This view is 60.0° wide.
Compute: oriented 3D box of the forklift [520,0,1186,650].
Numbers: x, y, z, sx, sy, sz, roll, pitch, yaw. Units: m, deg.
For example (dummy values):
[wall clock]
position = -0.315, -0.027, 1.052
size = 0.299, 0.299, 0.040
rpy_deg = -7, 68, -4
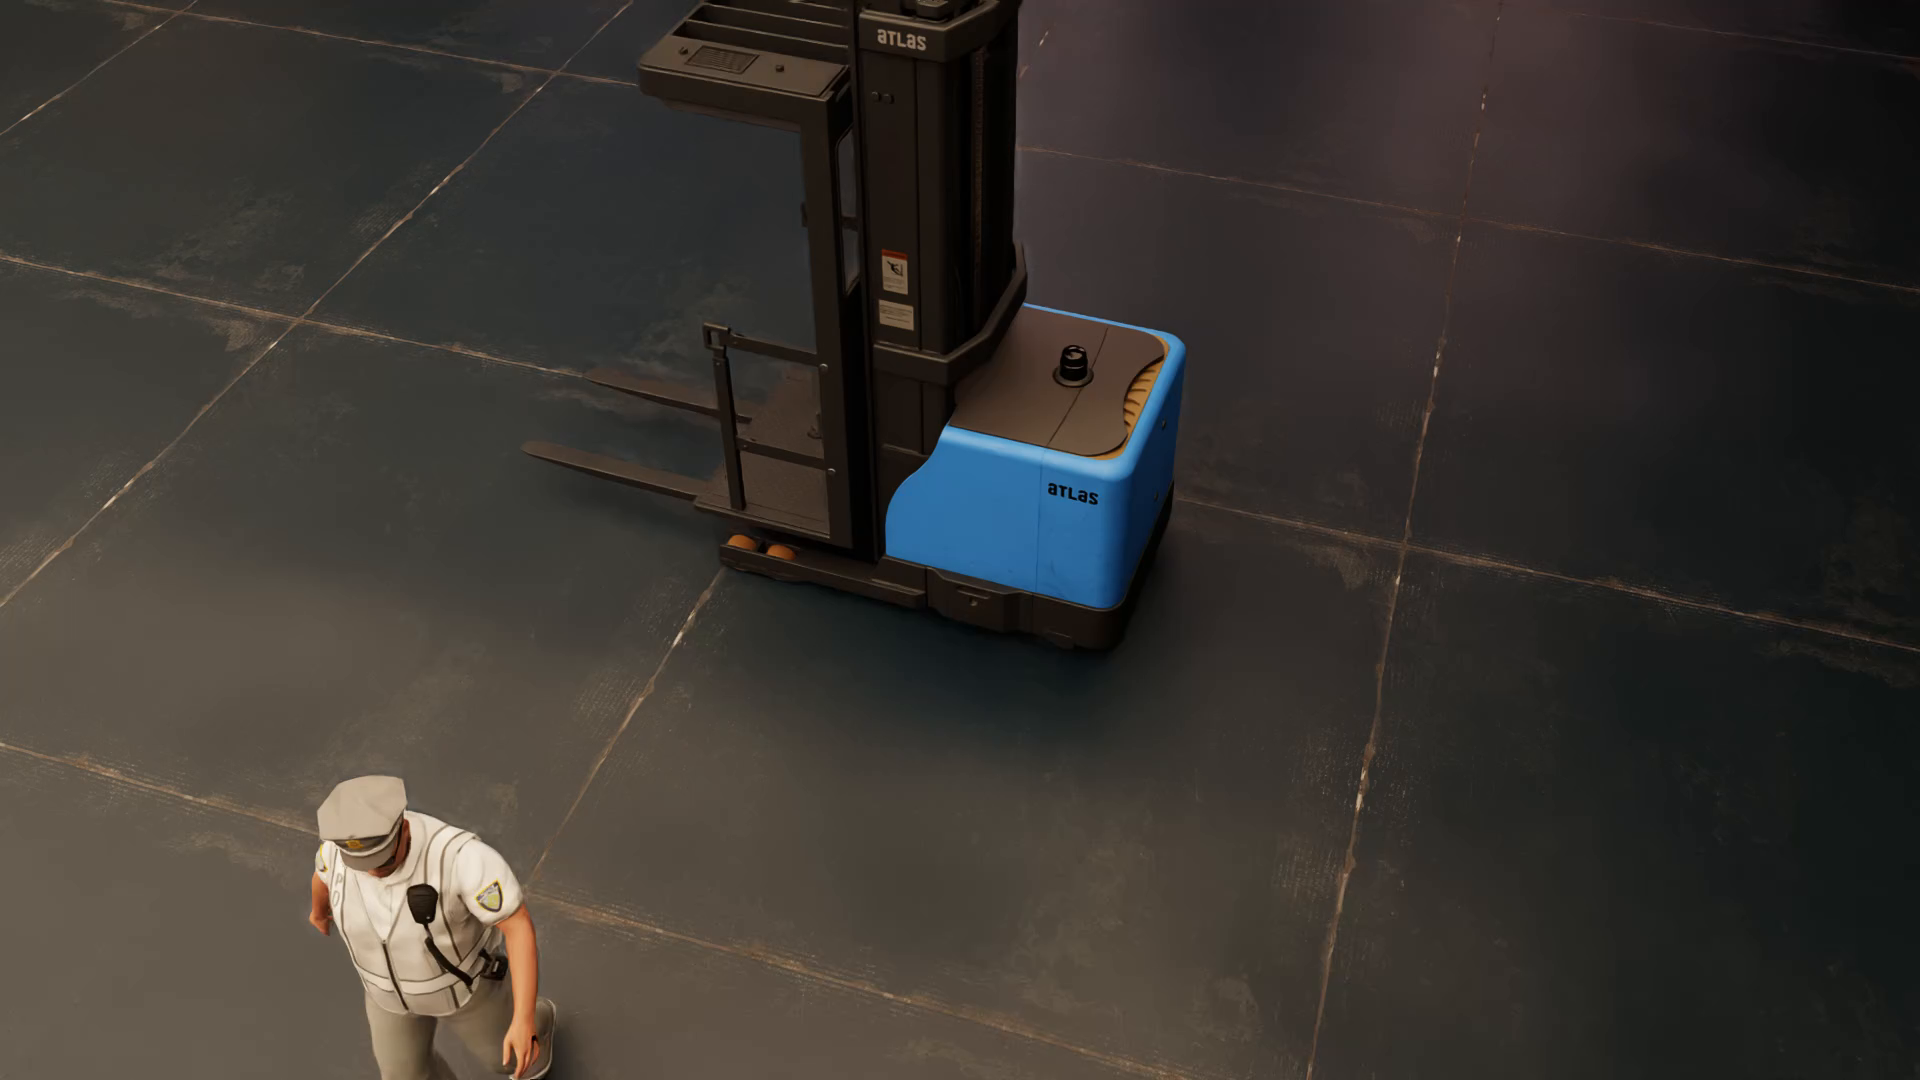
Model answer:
[forklift]
position = -0.577, -1.211, 6.990
size = 3.031, 2.935, 1.130
rpy_deg = 14, 45, 14

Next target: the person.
[person]
position = -1.645, 1.341, 5.140
size = 0.909, 1.729, 0.715
rpy_deg = 4, 43, 4
